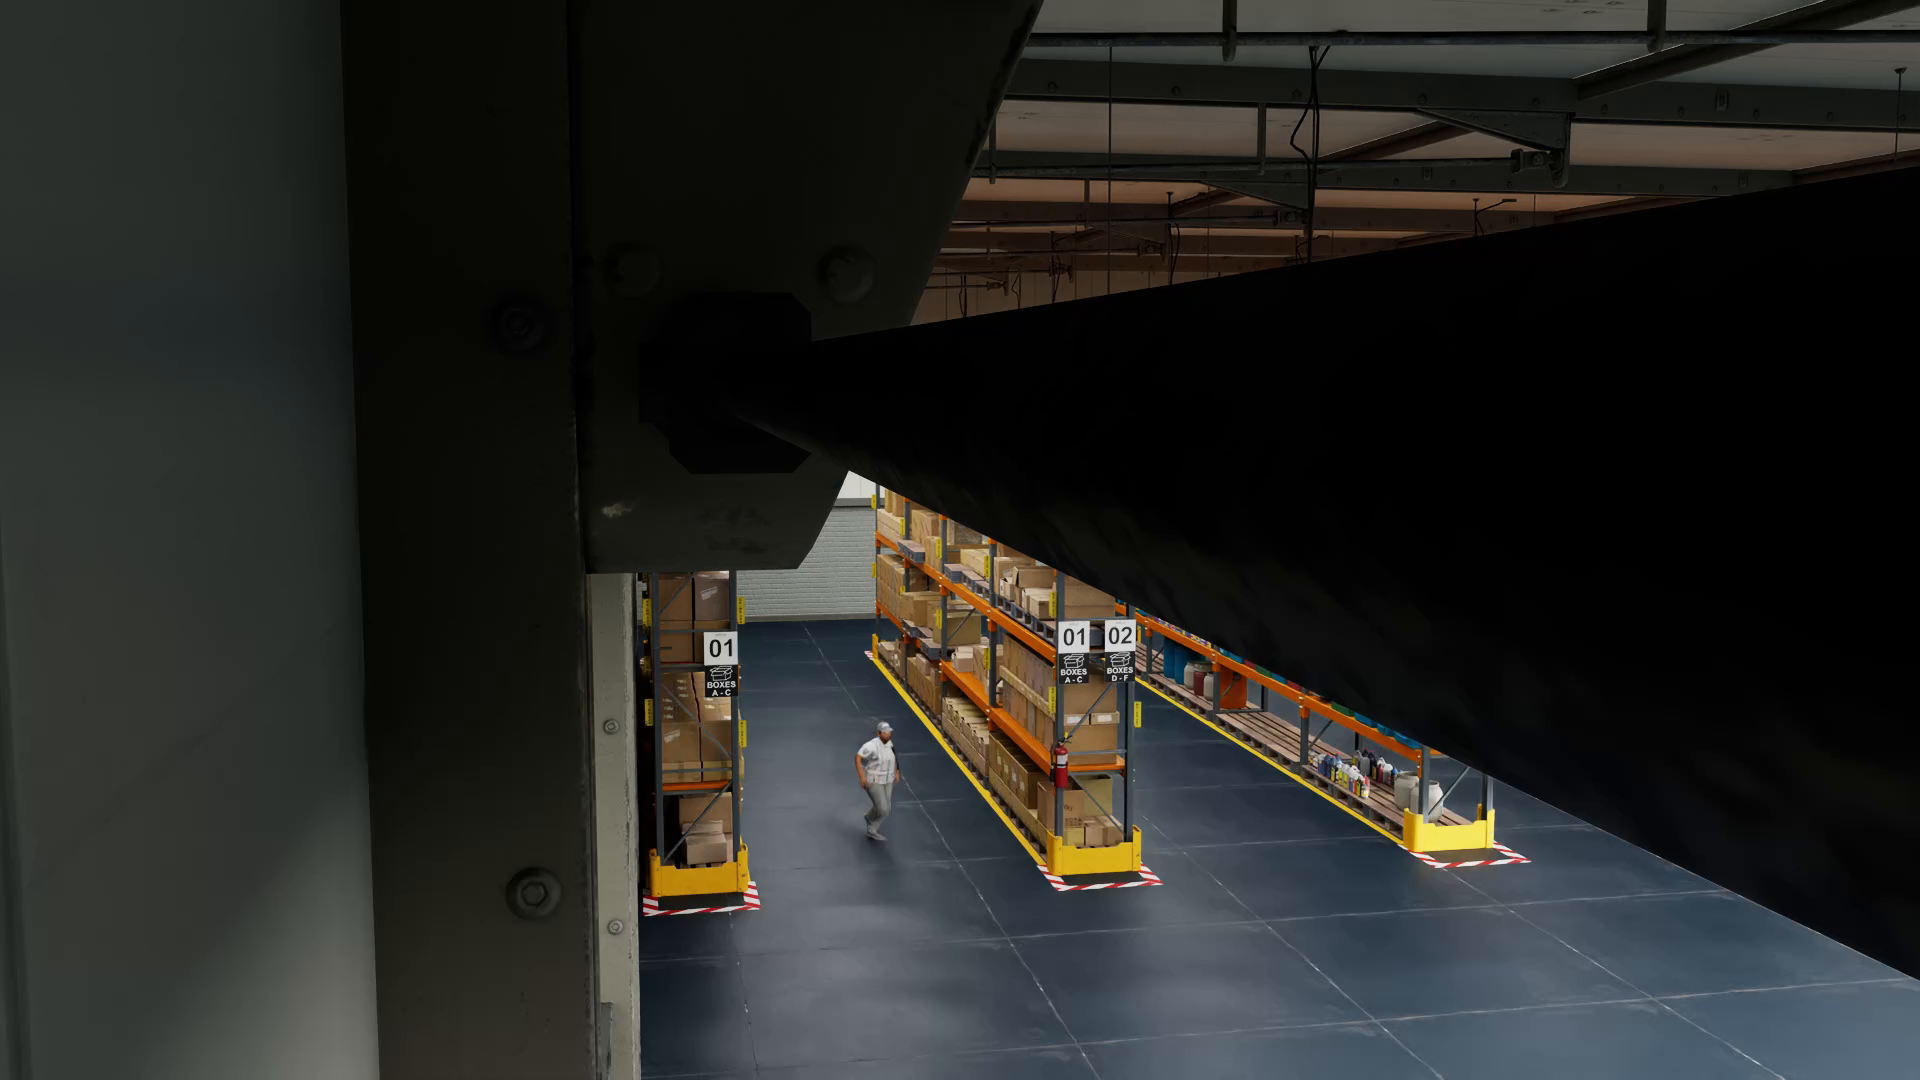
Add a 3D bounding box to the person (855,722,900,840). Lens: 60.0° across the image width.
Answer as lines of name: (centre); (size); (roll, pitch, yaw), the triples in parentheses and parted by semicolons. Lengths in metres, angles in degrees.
person: (-1.091, 3.247, 22.314); (0.677, 1.627, 0.488); (-5, 8, -42)
